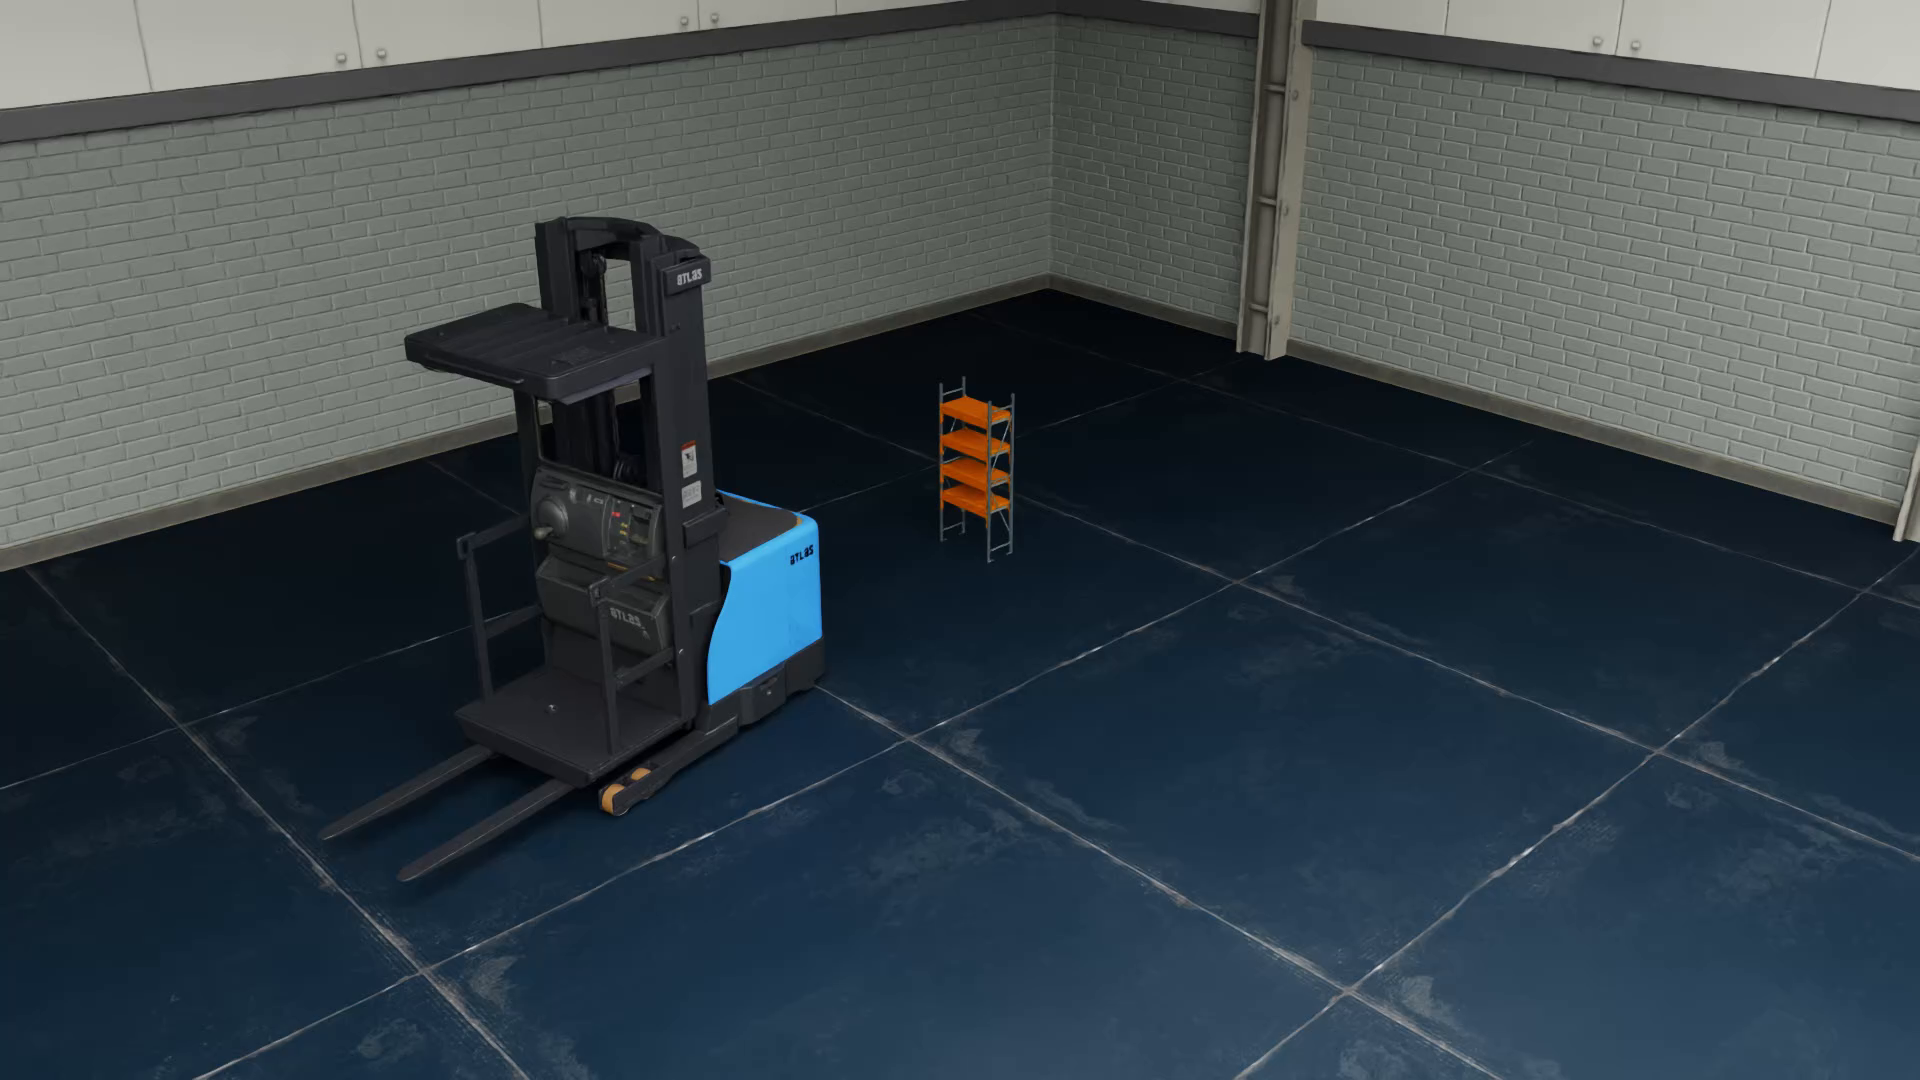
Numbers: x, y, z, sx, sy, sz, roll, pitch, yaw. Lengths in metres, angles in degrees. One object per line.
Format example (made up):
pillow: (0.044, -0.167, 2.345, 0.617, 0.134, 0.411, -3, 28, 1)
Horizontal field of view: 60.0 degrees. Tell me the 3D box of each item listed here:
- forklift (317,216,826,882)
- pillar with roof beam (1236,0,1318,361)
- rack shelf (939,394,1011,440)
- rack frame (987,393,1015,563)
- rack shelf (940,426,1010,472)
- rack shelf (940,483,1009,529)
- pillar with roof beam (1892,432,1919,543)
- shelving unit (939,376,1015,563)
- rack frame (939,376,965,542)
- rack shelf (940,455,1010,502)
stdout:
forklift: (-2.069, -0.095, 8.724, 1.130, 2.935, 3.031, 16, 29, 31)
pillar with roof beam: (-0.242, -4.677, 11.457, 9.100, 9.000, 0.400, -21, 32, -38)
rack shelf: (0.113, -0.853, 11.525, 0.258, 0.148, 0.480, -21, 32, -38)
rack frame: (0.280, -0.422, 11.526, 0.240, 1.200, 0.015, -21, 32, -38)
rack shelf: (0.113, -0.638, 11.623, 0.258, 0.148, 0.480, -21, 32, -38)
rack shelf: (0.113, -0.254, 11.798, 0.258, 0.148, 0.480, -21, 32, -38)
pillar with roof beam: (3.859, -2.859, 7.472, 9.100, 9.000, 0.400, -21, 32, -38)
shelving unit: (0.113, -0.496, 11.688, 0.258, 1.200, 0.503, -21, 32, -38)
rack frame: (-0.054, -0.570, 11.850, 0.240, 1.200, 0.015, -21, 32, -38)
rack shelf: (0.113, -0.435, 11.716, 0.258, 0.148, 0.480, -21, 32, -38)
